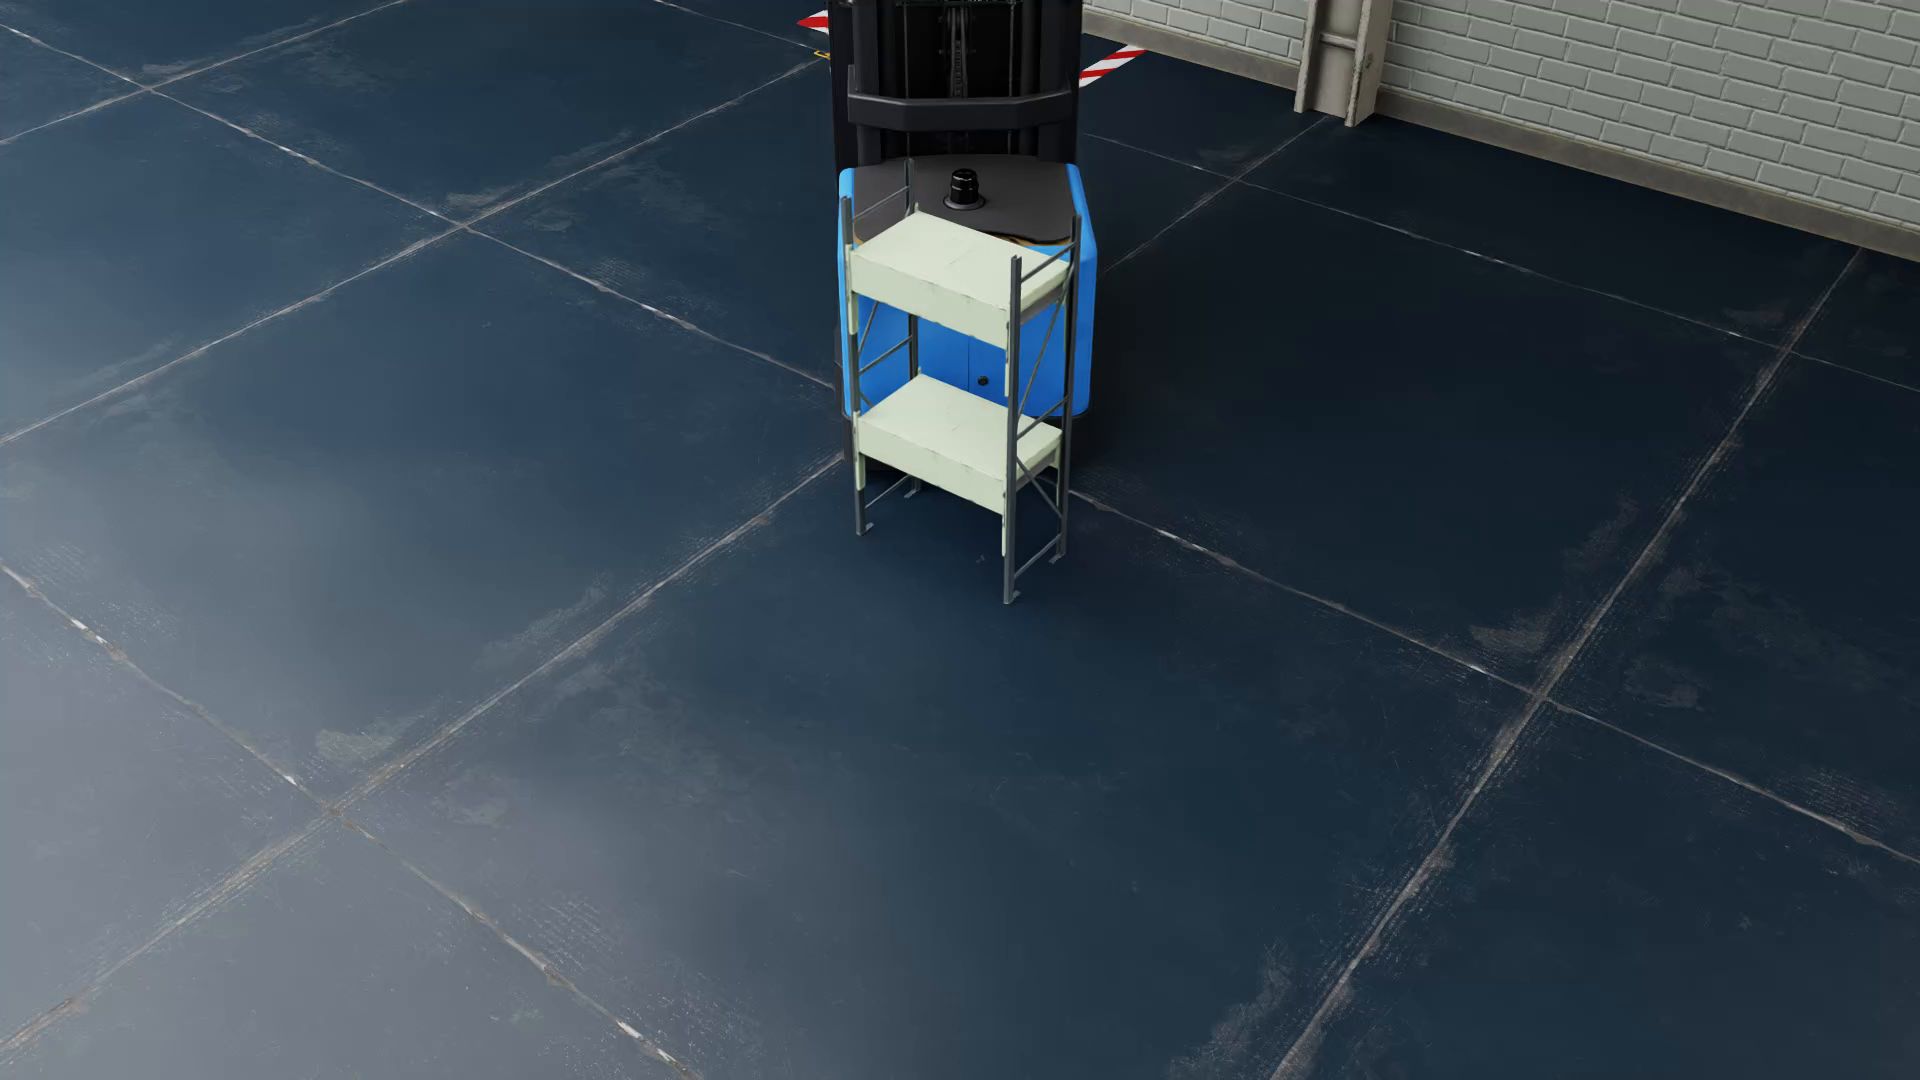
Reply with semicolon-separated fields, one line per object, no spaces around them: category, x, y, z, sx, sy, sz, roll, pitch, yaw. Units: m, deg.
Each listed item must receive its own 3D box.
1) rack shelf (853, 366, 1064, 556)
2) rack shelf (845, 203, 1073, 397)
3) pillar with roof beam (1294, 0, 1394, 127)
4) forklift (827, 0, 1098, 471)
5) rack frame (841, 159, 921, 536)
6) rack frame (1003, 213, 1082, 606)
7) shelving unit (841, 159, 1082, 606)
rack shelf;0.001;-0.317;6.467;0.720;0.370;0.431;25;44;28
rack shelf;0.001;-0.881;6.025;0.720;0.370;0.431;25;44;28
pillar with roof beam;-0.346;-4.038;4.608;0.400;9.000;9.100;25;45;29
forklift;-0.034;-2.334;7.353;1.130;2.935;3.031;-2;38;-2
rack frame;-0.293;-0.707;6.437;0.023;1.500;0.400;25;44;28
rack frame;0.295;-0.439;6.094;0.023;1.500;0.400;25;44;28
shelving unit;0.001;-0.573;6.266;0.755;1.500;0.431;25;44;28
